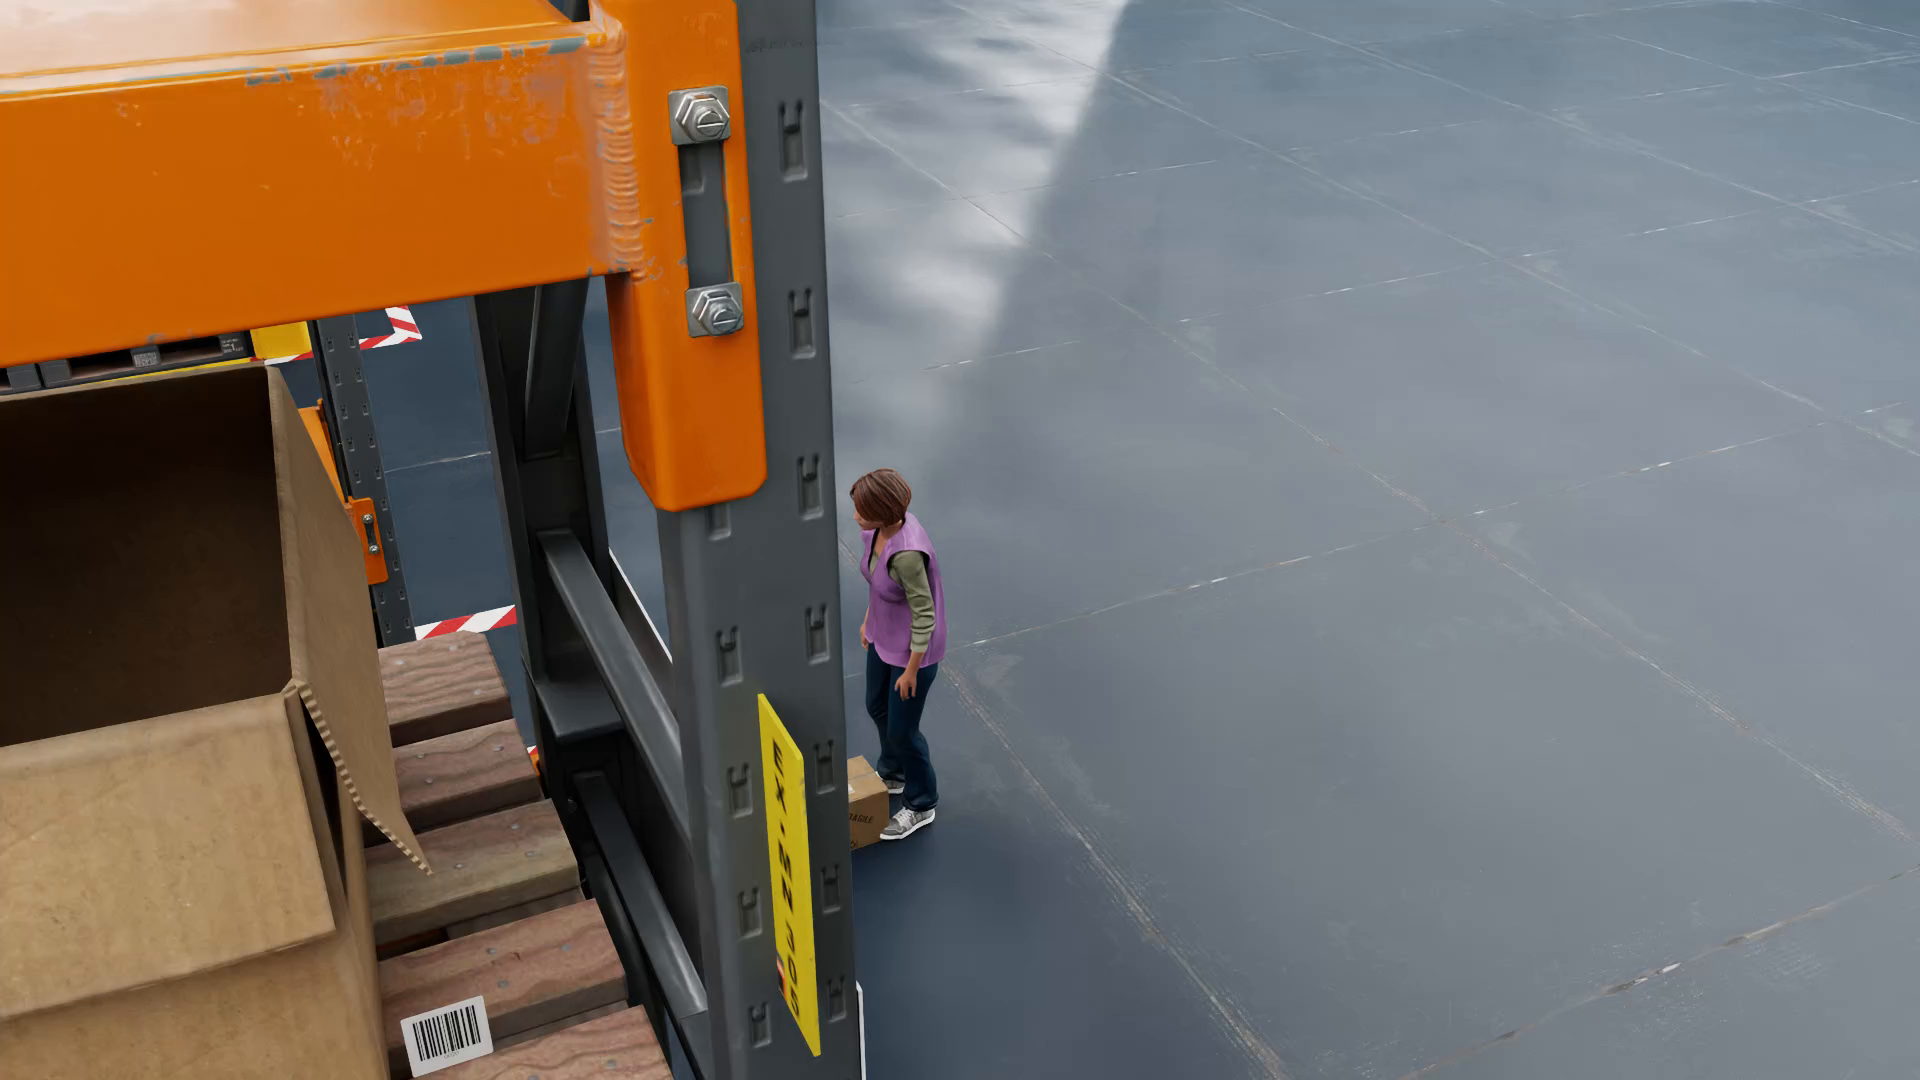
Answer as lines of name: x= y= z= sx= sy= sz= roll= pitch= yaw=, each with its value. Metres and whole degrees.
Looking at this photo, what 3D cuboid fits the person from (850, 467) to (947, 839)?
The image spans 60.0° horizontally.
person: x=-0.239 y=0.423 z=6.402 sx=0.343 sy=1.593 sz=0.462 roll=-13 pitch=32 yaw=-22
